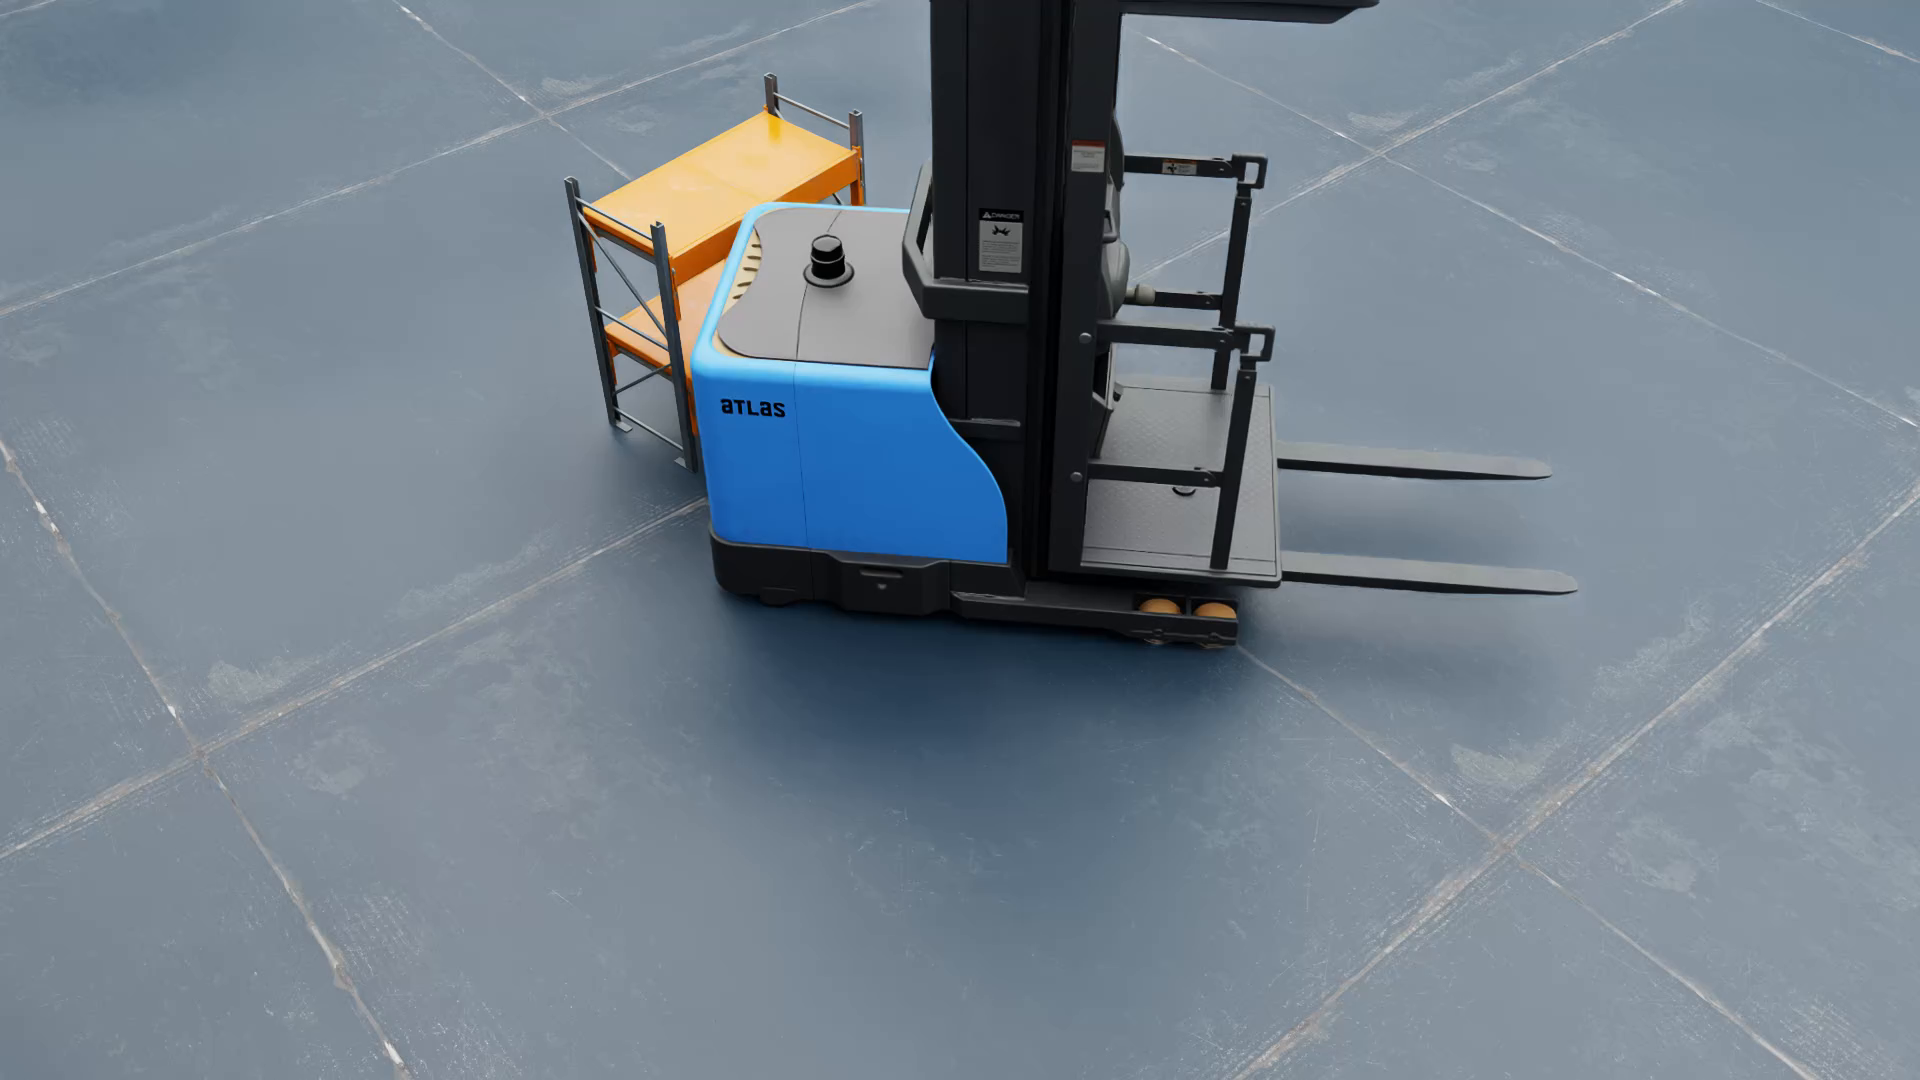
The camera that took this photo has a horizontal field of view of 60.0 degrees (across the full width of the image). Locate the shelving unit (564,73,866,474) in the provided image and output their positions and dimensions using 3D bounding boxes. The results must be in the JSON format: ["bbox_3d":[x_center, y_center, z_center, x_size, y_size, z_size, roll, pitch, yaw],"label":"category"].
[{"bbox_3d":[-0.900,-1.055,6.552,0.538,1.125,1.048,30,51,28],"label":"shelving unit"}]

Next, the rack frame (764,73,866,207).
[{"bbox_3d":[-0.573,-1.322,6.836,0.500,1.125,0.032,30,51,28],"label":"rack frame"}]

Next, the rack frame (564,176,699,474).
[{"bbox_3d":[-1.227,-0.789,6.268,0.500,1.125,0.032,30,51,28],"label":"rack frame"}]

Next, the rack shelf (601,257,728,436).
[{"bbox_3d":[-0.900,-0.877,6.719,0.538,0.278,1.000,30,51,28],"label":"rack shelf"}]

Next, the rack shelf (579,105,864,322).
[{"bbox_3d":[-0.900,-1.269,6.352,0.538,0.278,1.000,30,51,28],"label":"rack shelf"}]

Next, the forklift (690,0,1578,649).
[{"bbox_3d":[0.667,-1.073,5.252,3.031,2.935,1.130,4,43,5],"label":"forklift"}]
